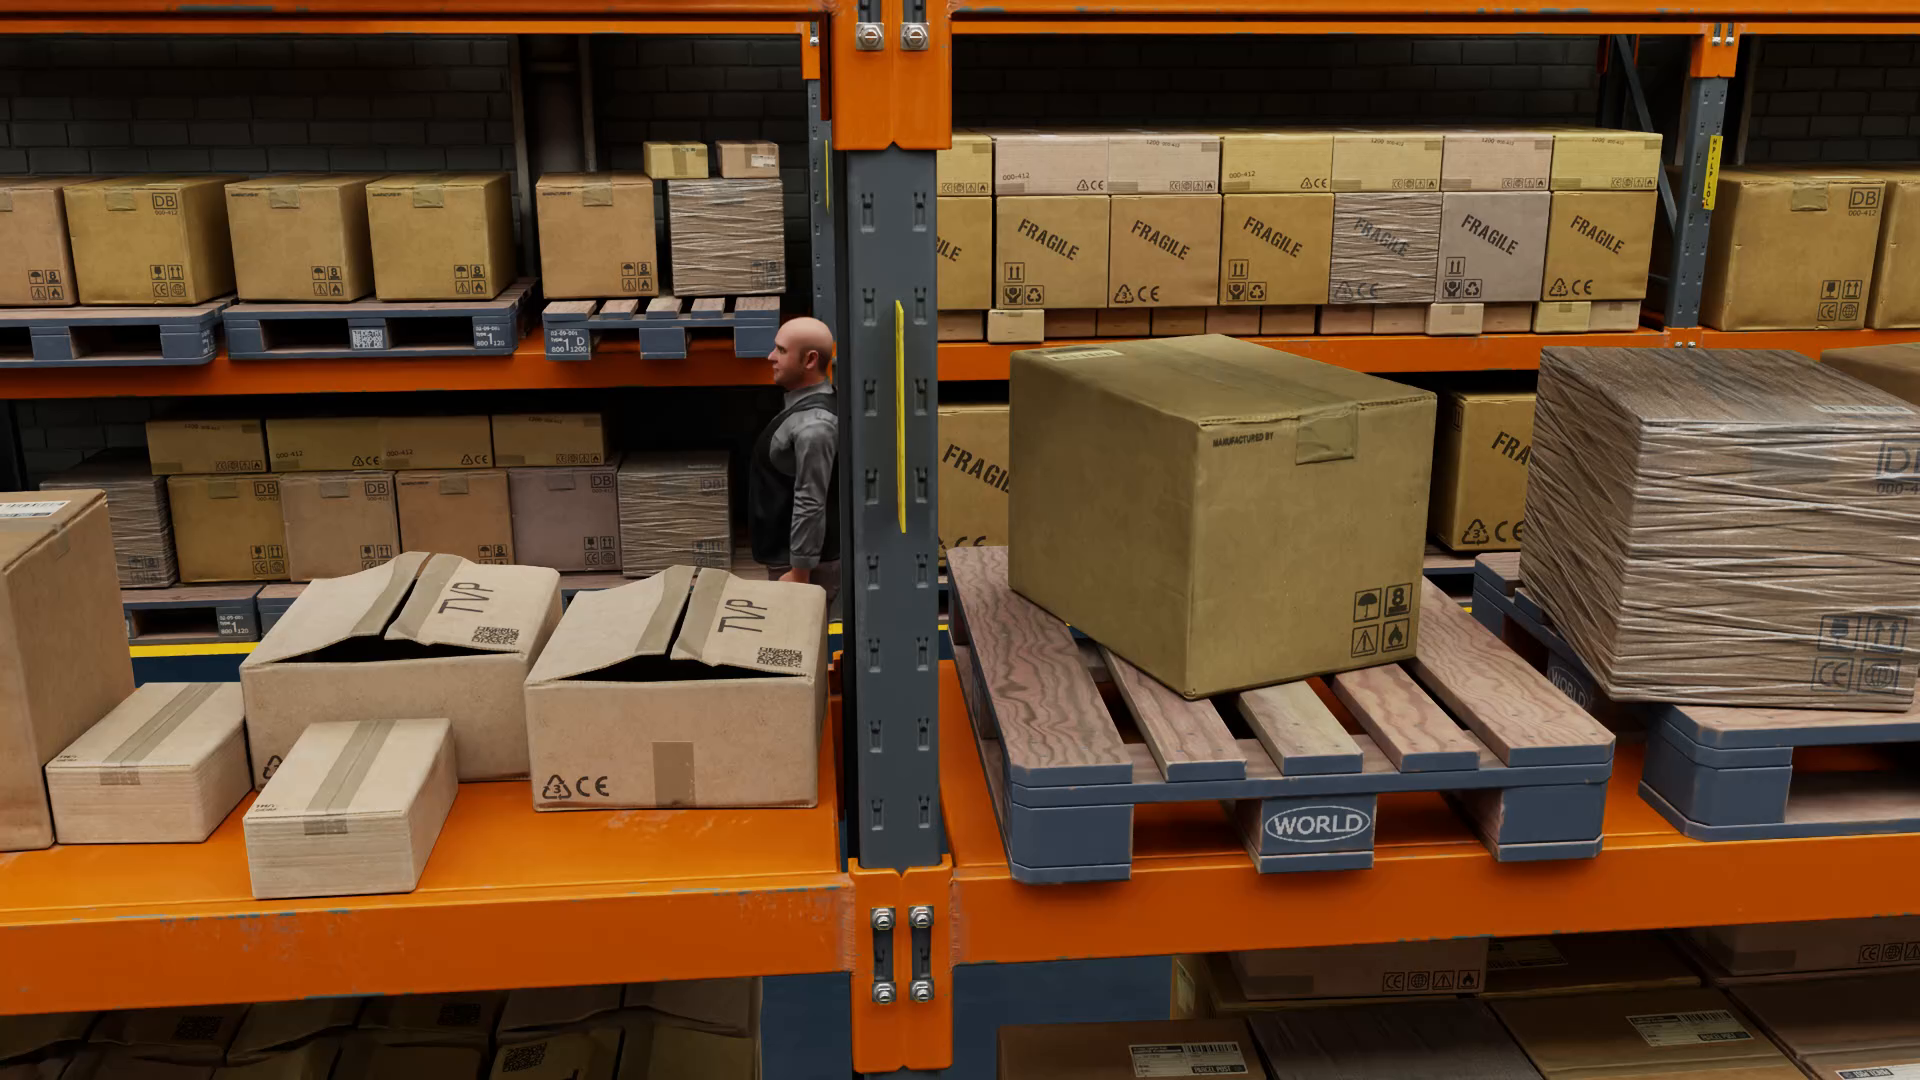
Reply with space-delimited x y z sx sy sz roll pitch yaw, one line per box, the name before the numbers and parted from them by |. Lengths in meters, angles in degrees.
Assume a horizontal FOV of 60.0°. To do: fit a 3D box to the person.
person | -0.557 0.122 5.853 0.358 1.636 0.531 -1 17 -4
